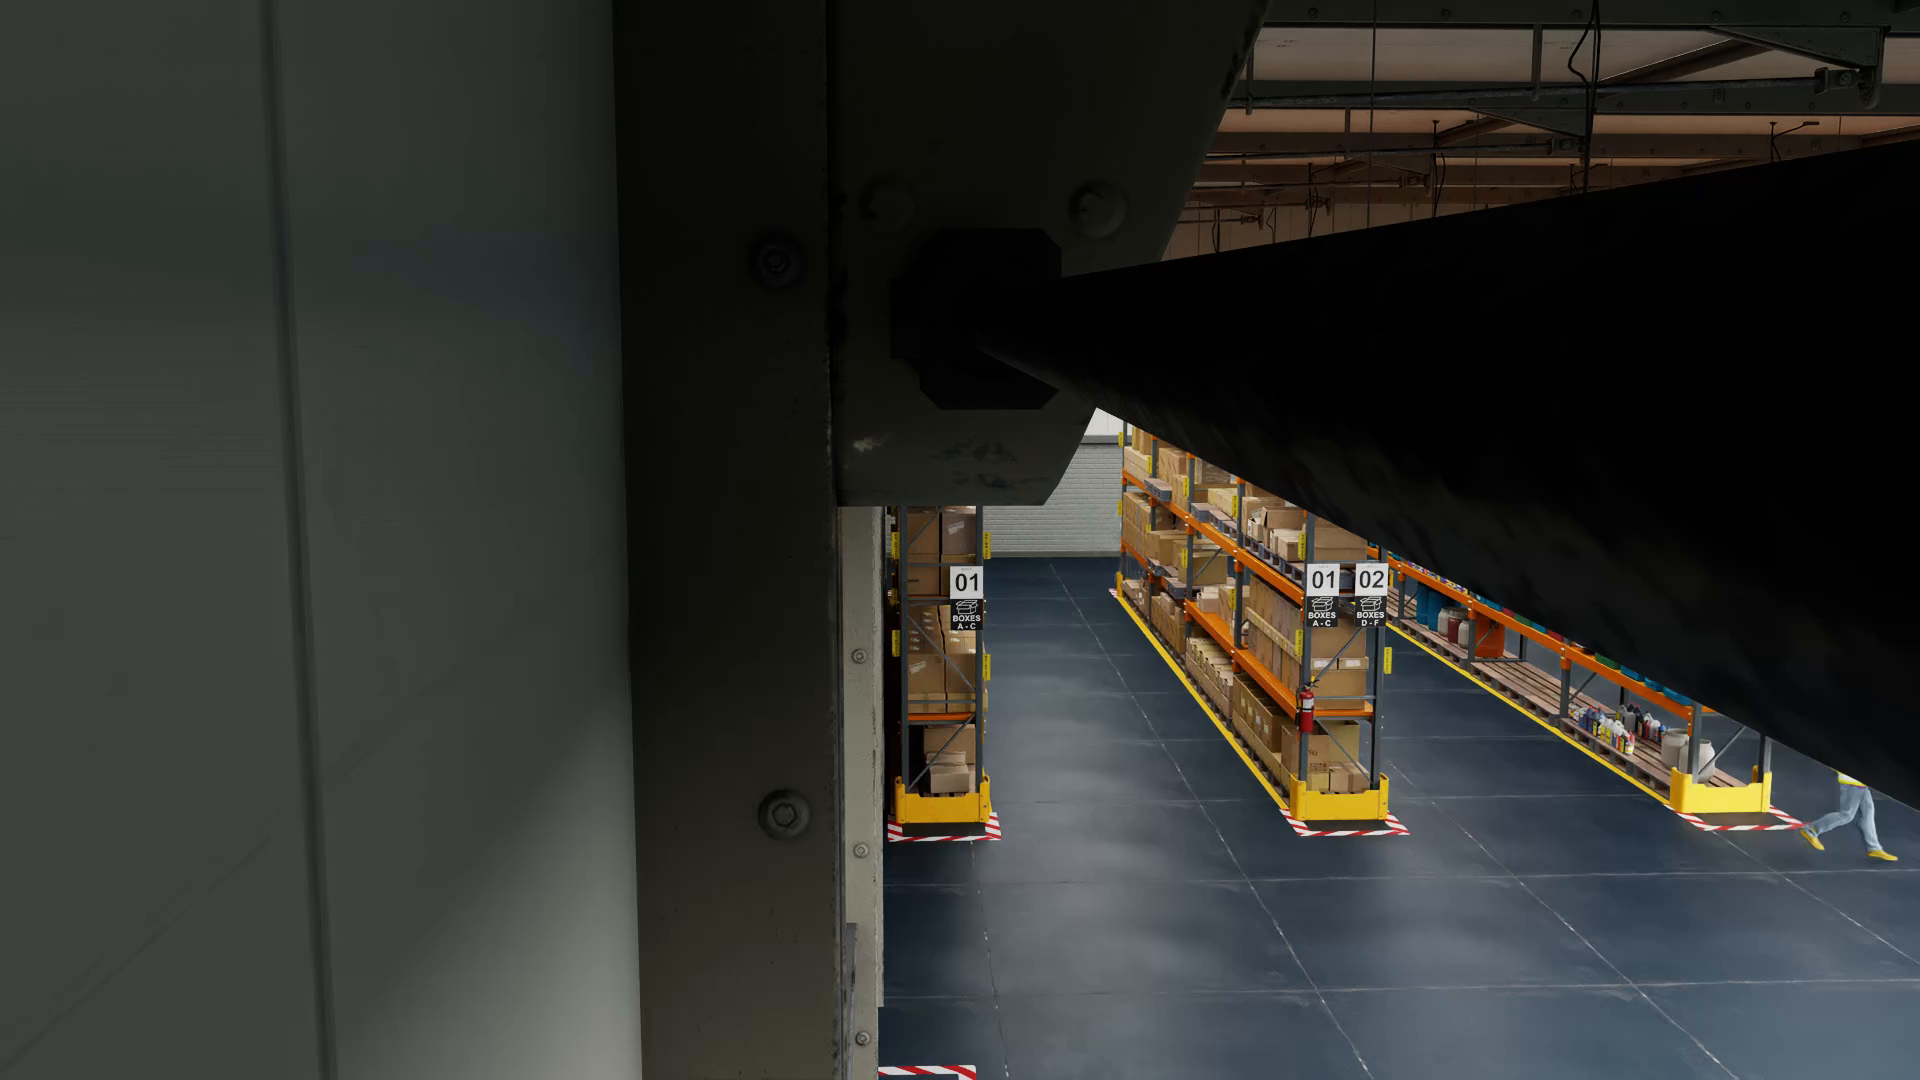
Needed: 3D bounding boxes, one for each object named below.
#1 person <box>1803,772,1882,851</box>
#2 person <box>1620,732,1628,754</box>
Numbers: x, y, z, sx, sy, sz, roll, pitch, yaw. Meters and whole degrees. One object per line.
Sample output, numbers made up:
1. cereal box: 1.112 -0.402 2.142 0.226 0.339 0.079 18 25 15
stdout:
1. person: 10.156 2.734 19.012 0.839 1.677 0.710 4 9 27
2. person: 11.389 2.505 21.860 3.119 1.545 4.025 -4 9 -29
